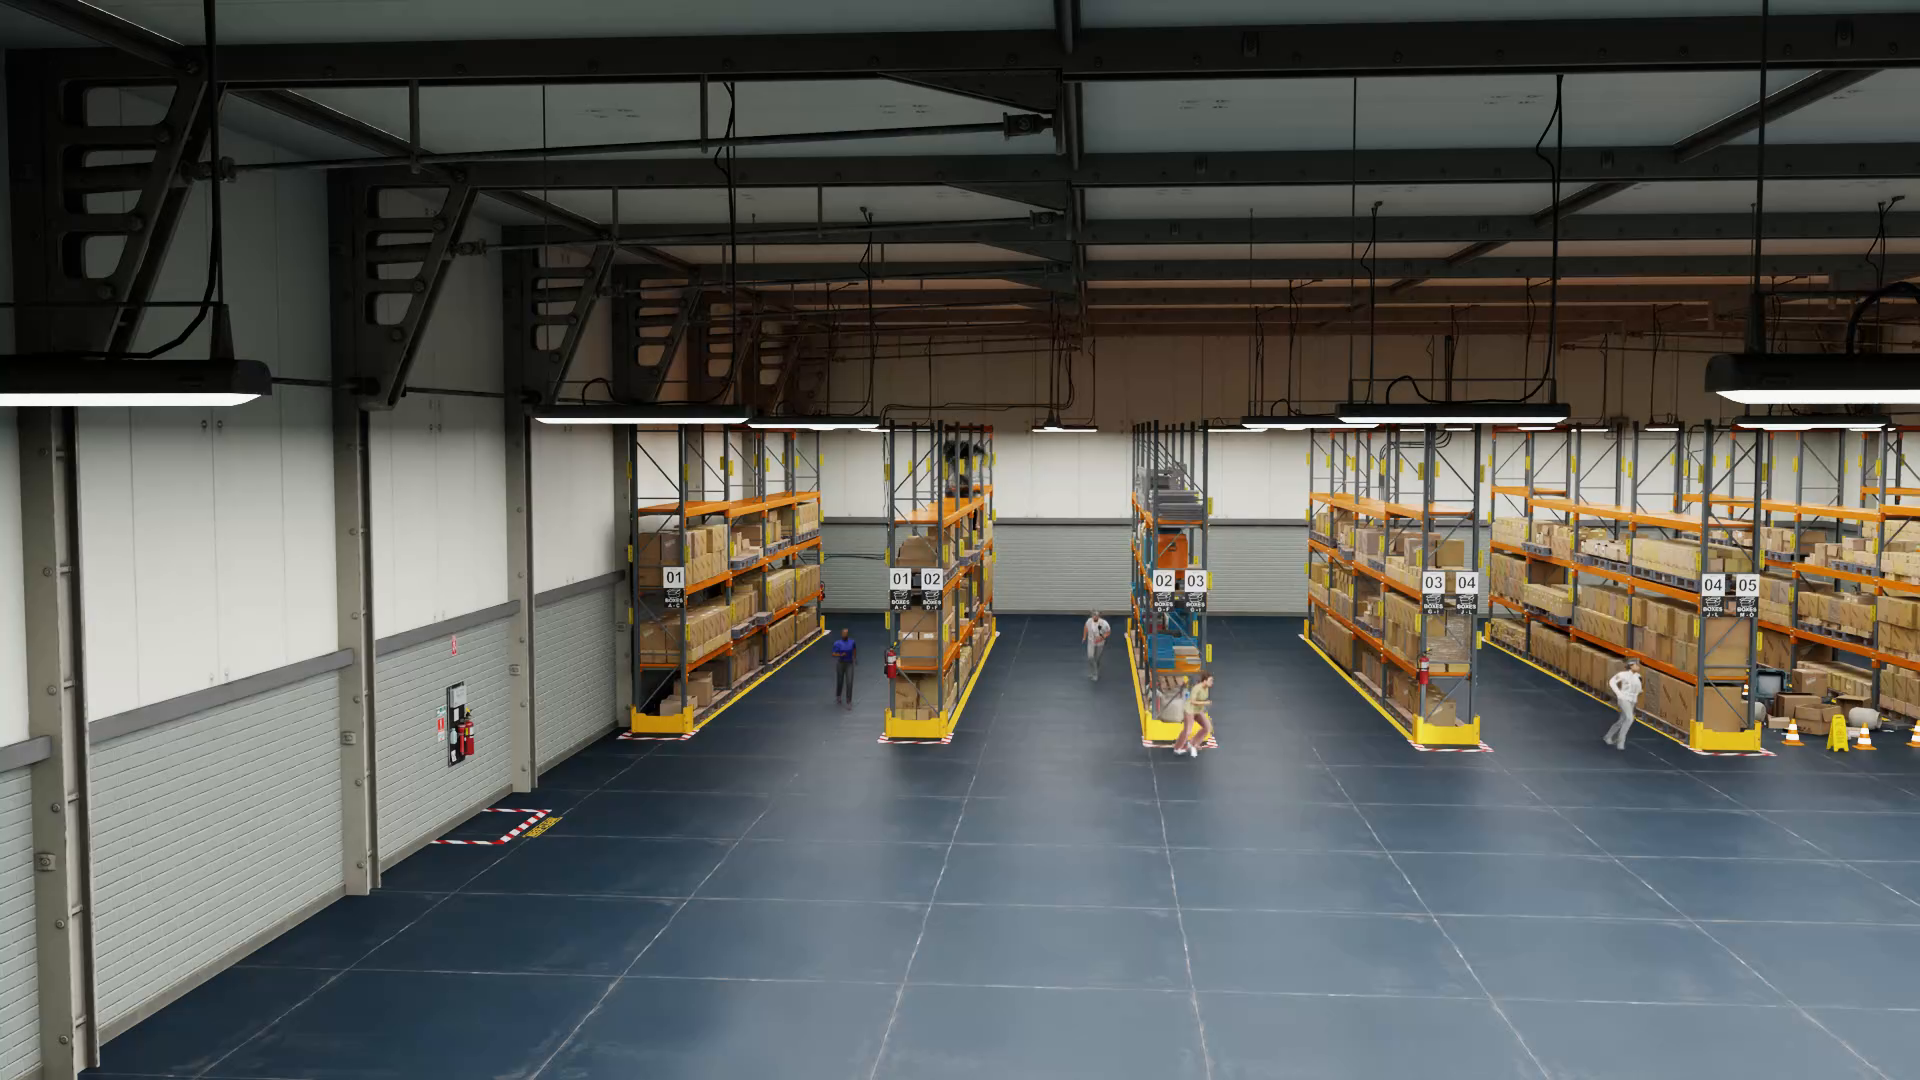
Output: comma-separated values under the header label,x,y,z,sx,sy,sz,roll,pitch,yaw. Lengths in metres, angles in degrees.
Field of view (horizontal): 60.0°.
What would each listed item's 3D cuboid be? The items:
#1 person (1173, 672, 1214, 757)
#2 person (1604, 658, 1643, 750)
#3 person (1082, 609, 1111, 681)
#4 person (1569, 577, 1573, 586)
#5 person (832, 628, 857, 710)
label,x,y,z,sx,sy,sz,roll,pitch,yaw
person,4.185,3.085,29.520,0.887,1.544,0.605,3,5,43
person,12.203,2.987,30.522,0.703,1.686,0.657,-2,4,-29
person,3.219,2.438,39.003,0.680,1.721,0.824,1,4,13
person,17.621,1.840,48.203,0.750,1.724,0.532,-1,4,-22
person,-2.419,2.664,34.862,0.566,1.663,0.929,-1,4,-14
